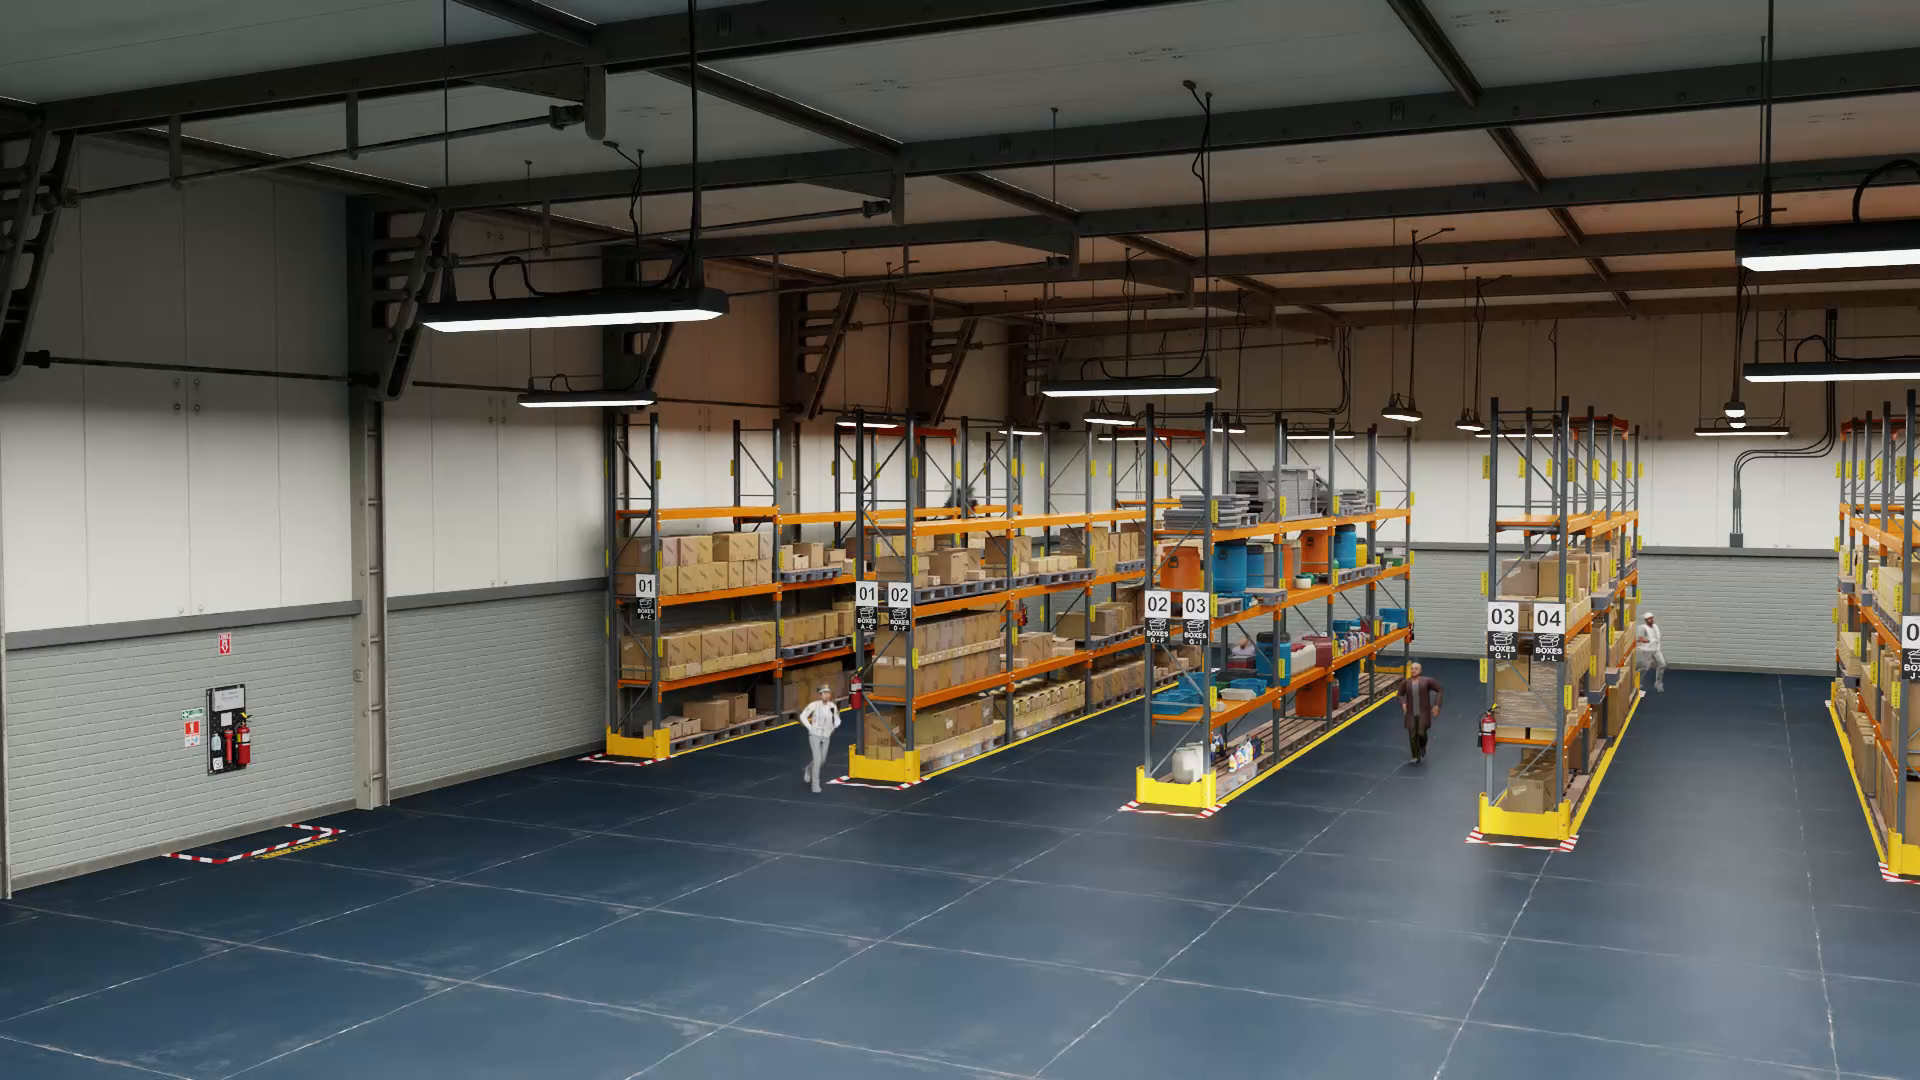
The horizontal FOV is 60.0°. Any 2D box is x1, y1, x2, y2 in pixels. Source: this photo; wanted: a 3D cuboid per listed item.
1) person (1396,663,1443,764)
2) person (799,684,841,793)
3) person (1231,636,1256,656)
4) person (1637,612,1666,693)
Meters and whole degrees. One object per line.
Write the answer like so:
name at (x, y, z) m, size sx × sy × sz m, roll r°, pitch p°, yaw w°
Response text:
person at (7.748, 2.947, 28.154) m, size 0.747 × 1.732 × 0.690 m, roll 1°, pitch 3°, yaw 28°
person at (-2.198, 3.094, 26.168) m, size 0.659 × 1.675 × 0.727 m, roll -1°, pitch 3°, yaw -24°
person at (5.860, 2.777, 34.285) m, size 0.627 × 1.609 × 0.651 m, roll 1°, pitch 3°, yaw 28°
person at (15.658, 2.545, 37.723) m, size 0.690 × 1.820 × 0.780 m, roll -1°, pitch 3°, yaw -20°
